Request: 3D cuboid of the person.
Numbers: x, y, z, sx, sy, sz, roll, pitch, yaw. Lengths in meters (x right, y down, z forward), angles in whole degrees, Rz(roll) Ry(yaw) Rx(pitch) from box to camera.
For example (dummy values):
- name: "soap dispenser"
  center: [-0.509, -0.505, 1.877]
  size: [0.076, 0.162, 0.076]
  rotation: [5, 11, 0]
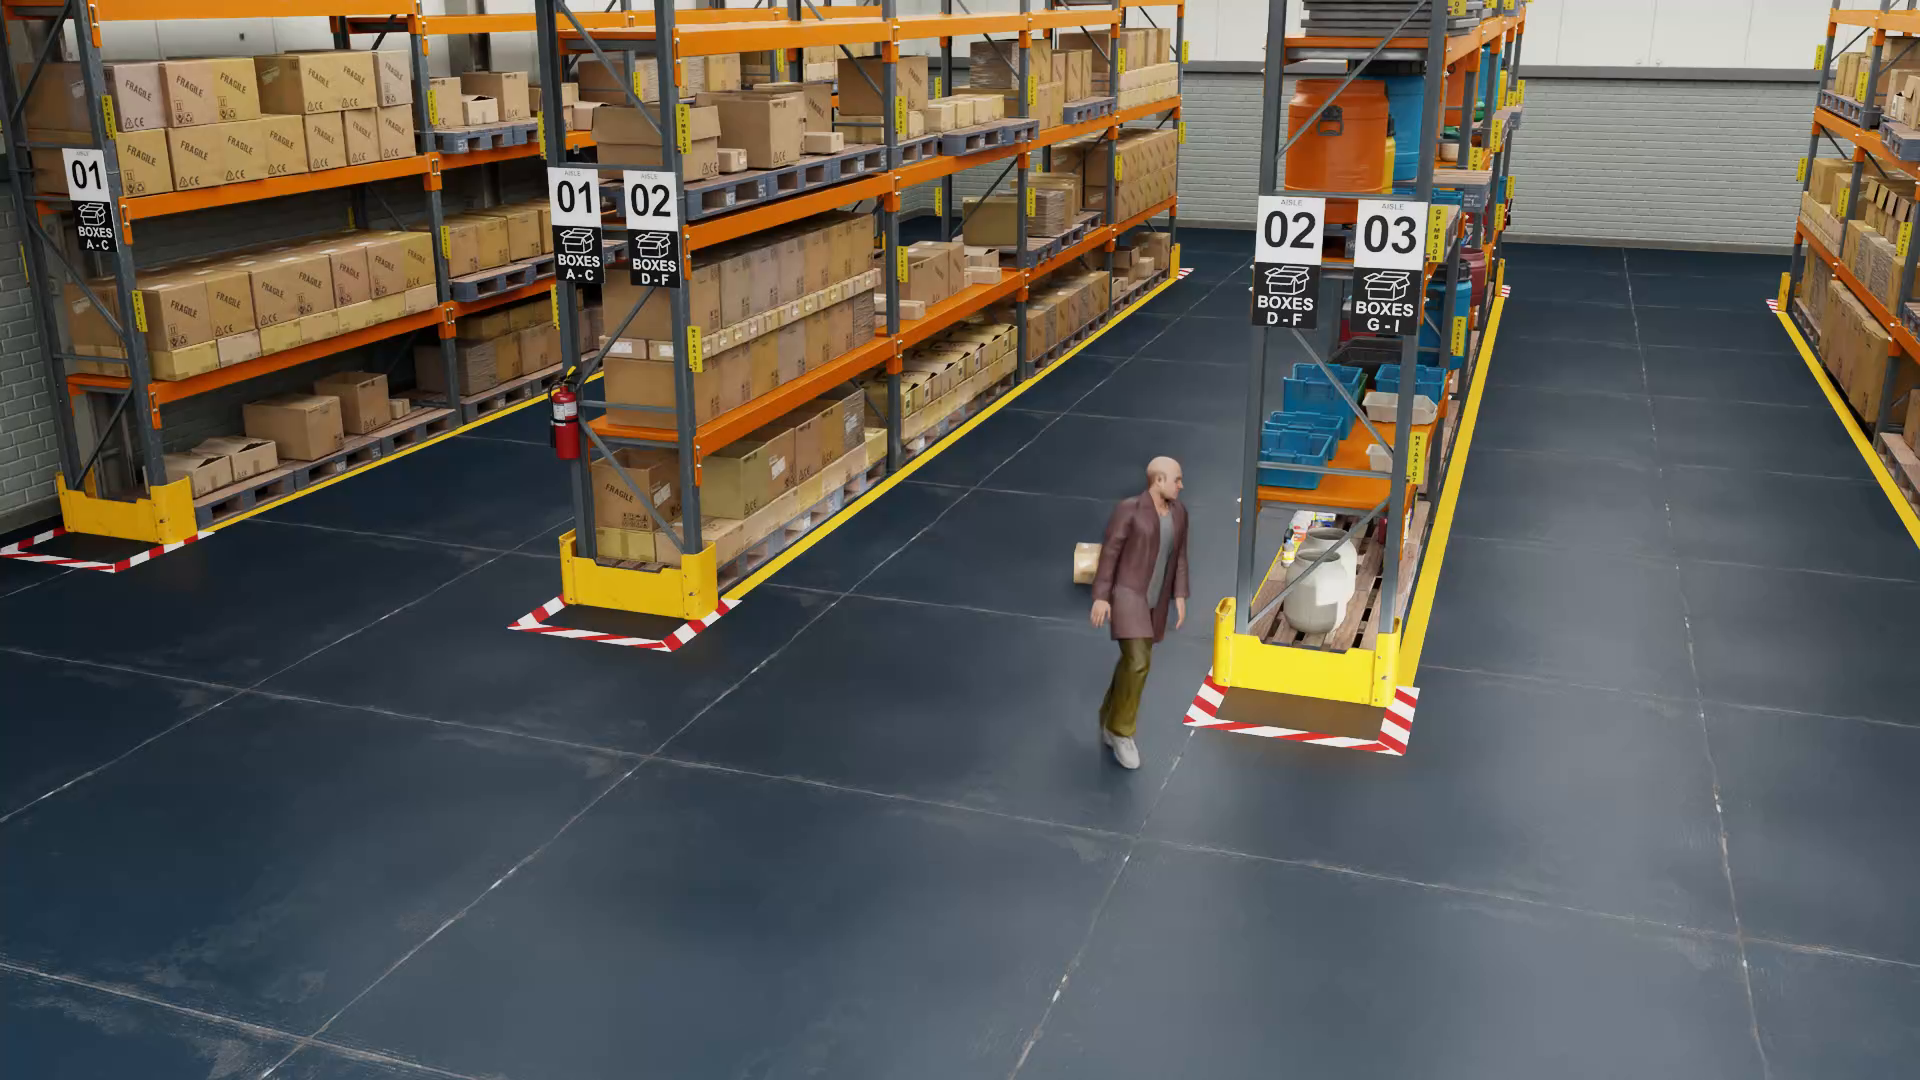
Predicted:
- name: "person"
  center: [1.107, 0.388, 9.891]
  size: [0.658, 1.781, 0.598]
  rotation: [-11, 22, -31]
